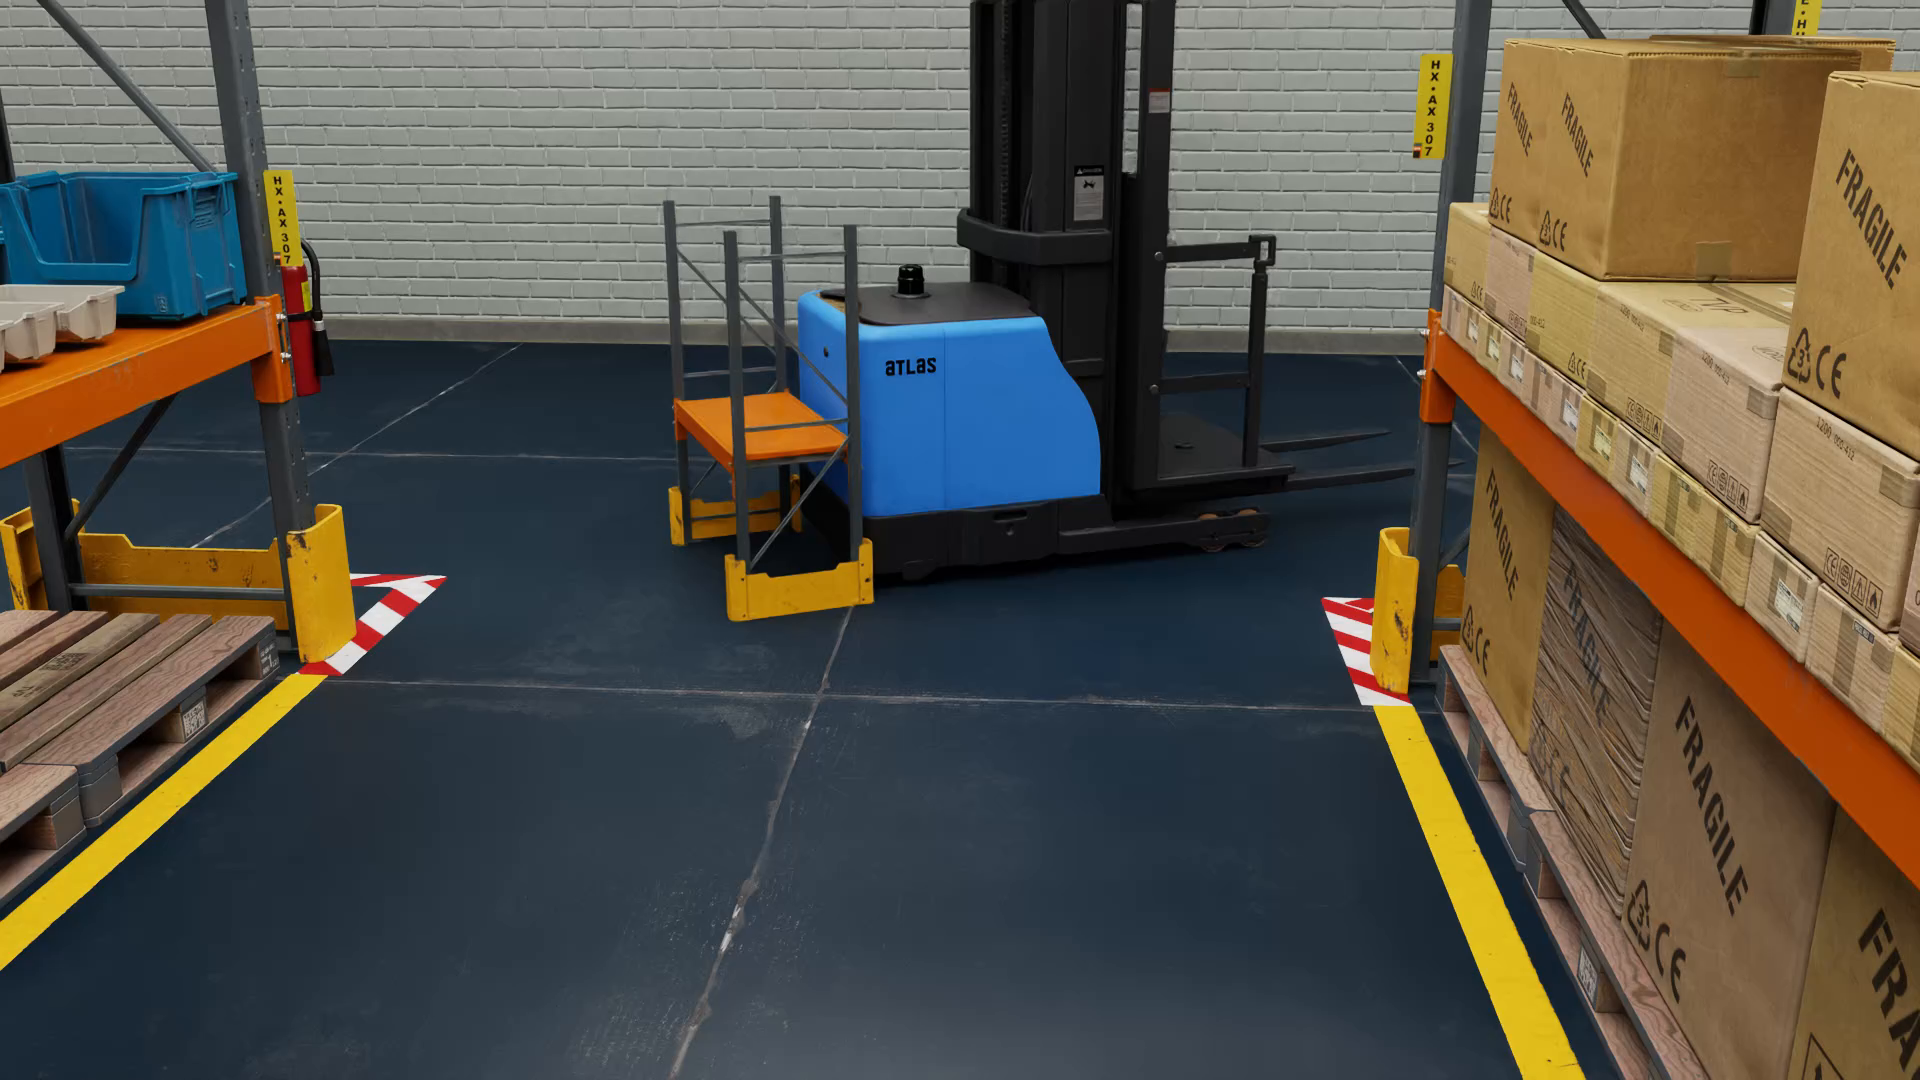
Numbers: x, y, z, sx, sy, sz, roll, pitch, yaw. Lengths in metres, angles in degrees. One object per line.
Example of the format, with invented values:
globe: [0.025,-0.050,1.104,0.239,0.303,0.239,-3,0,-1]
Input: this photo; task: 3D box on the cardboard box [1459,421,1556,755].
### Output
cardboard box: [2.099,0.087,5.077,0.875,0.875,0.875,1,18,4]

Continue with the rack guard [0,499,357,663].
rack guard: [-2.886,0.146,6.174,1.175,0.500,0.348,1,18,4]

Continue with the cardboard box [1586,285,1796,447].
cardboard box: [1.659,-0.371,3.500,0.500,0.250,0.500,1,18,3]

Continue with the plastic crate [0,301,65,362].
plastic crate: [-2.788,-0.590,4.734,0.396,0.136,0.243,1,18,4]

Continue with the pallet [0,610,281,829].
pallet: [-2.973,0.546,5.416,1.003,0.211,1.213,1,18,4]

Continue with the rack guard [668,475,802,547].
rack guard: [-1.000,-0.133,7.427,0.587,0.250,0.087,-7,19,-21]

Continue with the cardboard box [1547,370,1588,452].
cardboard box: [1.621,-0.302,3.930,0.380,0.149,0.250,1,18,3]

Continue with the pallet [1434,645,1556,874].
pallet: [2.086,0.652,5.095,1.003,0.211,1.213,1,18,4]

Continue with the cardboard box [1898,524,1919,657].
cardboard box: [1.548,0.106,2.046,0.500,0.250,0.500,1,18,3]

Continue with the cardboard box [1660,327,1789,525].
cardboard box: [1.620,-0.213,3.020,0.500,0.250,0.500,2,18,5]

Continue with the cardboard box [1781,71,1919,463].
cardboard box: [1.585,-0.412,2.421,0.500,0.500,0.500,1,18,4]

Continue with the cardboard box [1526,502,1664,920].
cardboard box: [2.034,0.370,4.214,0.875,0.875,0.875,1,18,4]

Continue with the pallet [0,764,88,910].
pallet: [-3.063,0.924,4.263,1.003,0.211,1.213,1,18,4]

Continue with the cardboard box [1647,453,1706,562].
cardboard box: [1.565,-0.063,3.201,0.380,0.149,0.250,1,18,3]

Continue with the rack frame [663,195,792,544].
rack frame: [-1.000,-0.727,7.233,0.500,1.500,0.032,-7,19,-21]

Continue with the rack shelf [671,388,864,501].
rack shelf: [-0.811,-0.409,6.841,0.538,0.185,1.000,-7,19,-21]

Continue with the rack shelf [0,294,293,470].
rack shelf: [-3.018,-0.071,3.977,1.077,0.370,4.000,1,18,4]

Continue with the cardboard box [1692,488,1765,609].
cardboard box: [1.547,0.017,2.958,0.380,0.149,0.250,2,18,5]

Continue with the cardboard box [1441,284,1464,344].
cardboard box: [1.711,-0.701,5.149,0.380,0.149,0.250,1,18,5]

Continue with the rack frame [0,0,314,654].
rack frame: [-2.875,-1.034,5.761,1.000,3.000,0.127,1,18,4]

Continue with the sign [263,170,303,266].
sign: [-2.325,-1.104,5.714,0.100,0.325,0.005,1,18,4]

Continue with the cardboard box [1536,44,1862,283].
cardboard box: [1.695,-0.890,3.882,0.500,0.500,0.500,1,18,2]

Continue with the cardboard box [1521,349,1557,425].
cardboard box: [1.639,-0.382,4.175,0.380,0.149,0.250,1,18,3]

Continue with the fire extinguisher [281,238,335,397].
fire extinguisher: [-2.411,-0.857,5.943,0.296,0.674,0.183,1,18,4]

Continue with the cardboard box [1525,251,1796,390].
cardboard box: [1.691,-0.533,3.995,0.500,0.250,0.500,1,18,2]

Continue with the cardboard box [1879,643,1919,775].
cardboard box: [1.492,0.256,2.227,0.380,0.149,0.250,2,18,5]

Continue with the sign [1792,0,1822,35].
sign: [2.606,-1.570,5.156,0.100,0.325,0.005,1,18,4]

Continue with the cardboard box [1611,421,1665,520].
cardboard box: [1.585,-0.142,3.442,0.380,0.149,0.250,2,18,5]

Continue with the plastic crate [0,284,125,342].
plastic crate: [-2.753,-0.680,5.008,0.396,0.136,0.243,1,18,4]

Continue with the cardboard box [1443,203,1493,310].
cardboard box: [1.762,-0.850,4.964,0.500,0.250,0.500,1,18,2]

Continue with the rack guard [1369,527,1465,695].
rack guard: [2.067,0.257,5.836,1.175,0.500,0.348,1,18,4]

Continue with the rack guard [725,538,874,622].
rack guard: [-0.629,0.155,6.549,0.587,0.250,0.087,-7,19,-21]

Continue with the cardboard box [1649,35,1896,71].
cardboard box: [2.293,-1.193,4.804,0.500,0.500,0.500,2,18,5]

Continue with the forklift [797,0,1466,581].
forklift: [0.845,-1.487,7.253,3.031,2.935,1.130,-6,19,-19]

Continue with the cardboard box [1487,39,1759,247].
cardboard box: [1.726,-1.051,4.373,0.500,0.500,0.500,1,18,3]

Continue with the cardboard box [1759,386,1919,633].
cardboard box: [1.583,-0.055,2.536,0.500,0.250,0.500,2,18,6]

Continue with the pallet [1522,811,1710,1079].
pallet: [1.996,1.030,3.941,1.003,0.211,1.213,1,18,4]

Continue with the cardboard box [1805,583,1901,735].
cardboard box: [1.510,0.177,2.470,0.380,0.149,0.250,1,18,3]

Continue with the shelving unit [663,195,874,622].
shelving unit: [-0.814,-0.583,6.793,0.587,1.500,1.083,-7,19,-21]

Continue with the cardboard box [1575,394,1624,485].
cardboard box: [1.602,-0.223,3.691,0.380,0.149,0.250,1,18,3]

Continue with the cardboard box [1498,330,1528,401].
cardboard box: [1.658,-0.461,4.416,0.380,0.149,0.250,1,18,3]

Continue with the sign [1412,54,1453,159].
sign: [1.512,-1.387,5.320,0.100,0.325,0.005,1,18,4]

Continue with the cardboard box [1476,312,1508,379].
cardboard box: [1.676,-0.542,4.663,0.380,0.149,0.250,1,18,3]

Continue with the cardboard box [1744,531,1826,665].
cardboard box: [1.529,0.097,2.714,0.380,0.149,0.250,2,18,5]

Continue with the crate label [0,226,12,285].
crate label: [-3.221,-0.914,5.566,0.416,0.233,0.303,1,18,4]

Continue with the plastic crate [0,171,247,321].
plastic crate: [-2.713,-0.971,5.416,0.616,0.435,0.499,1,18,4]

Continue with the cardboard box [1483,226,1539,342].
cardboard box: [1.731,-0.689,4.471,0.500,0.250,0.500,1,18,3]

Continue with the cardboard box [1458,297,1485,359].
cardboard box: [1.694,-0.621,4.905,0.380,0.149,0.250,1,18,3]

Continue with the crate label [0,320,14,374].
crate label: [-2.784,-0.503,4.468,0.396,0.136,0.243,1,18,4]

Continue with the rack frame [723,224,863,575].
rack frame: [-0.621,-0.433,6.337,0.500,1.500,0.032,-7,19,-21]

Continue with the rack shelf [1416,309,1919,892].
rack shelf: [1.922,0.040,3.640,1.077,0.370,4.000,1,18,4]

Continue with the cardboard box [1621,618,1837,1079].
cardboard box: [1.970,0.646,3.371,0.875,0.875,0.875,1,18,4]

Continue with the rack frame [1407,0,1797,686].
rack frame: [2.065,-0.923,5.424,1.000,3.000,0.127,1,18,4]

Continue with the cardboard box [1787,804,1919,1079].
cardboard box: [1.906,0.926,2.518,0.875,0.875,0.875,1,18,4]
